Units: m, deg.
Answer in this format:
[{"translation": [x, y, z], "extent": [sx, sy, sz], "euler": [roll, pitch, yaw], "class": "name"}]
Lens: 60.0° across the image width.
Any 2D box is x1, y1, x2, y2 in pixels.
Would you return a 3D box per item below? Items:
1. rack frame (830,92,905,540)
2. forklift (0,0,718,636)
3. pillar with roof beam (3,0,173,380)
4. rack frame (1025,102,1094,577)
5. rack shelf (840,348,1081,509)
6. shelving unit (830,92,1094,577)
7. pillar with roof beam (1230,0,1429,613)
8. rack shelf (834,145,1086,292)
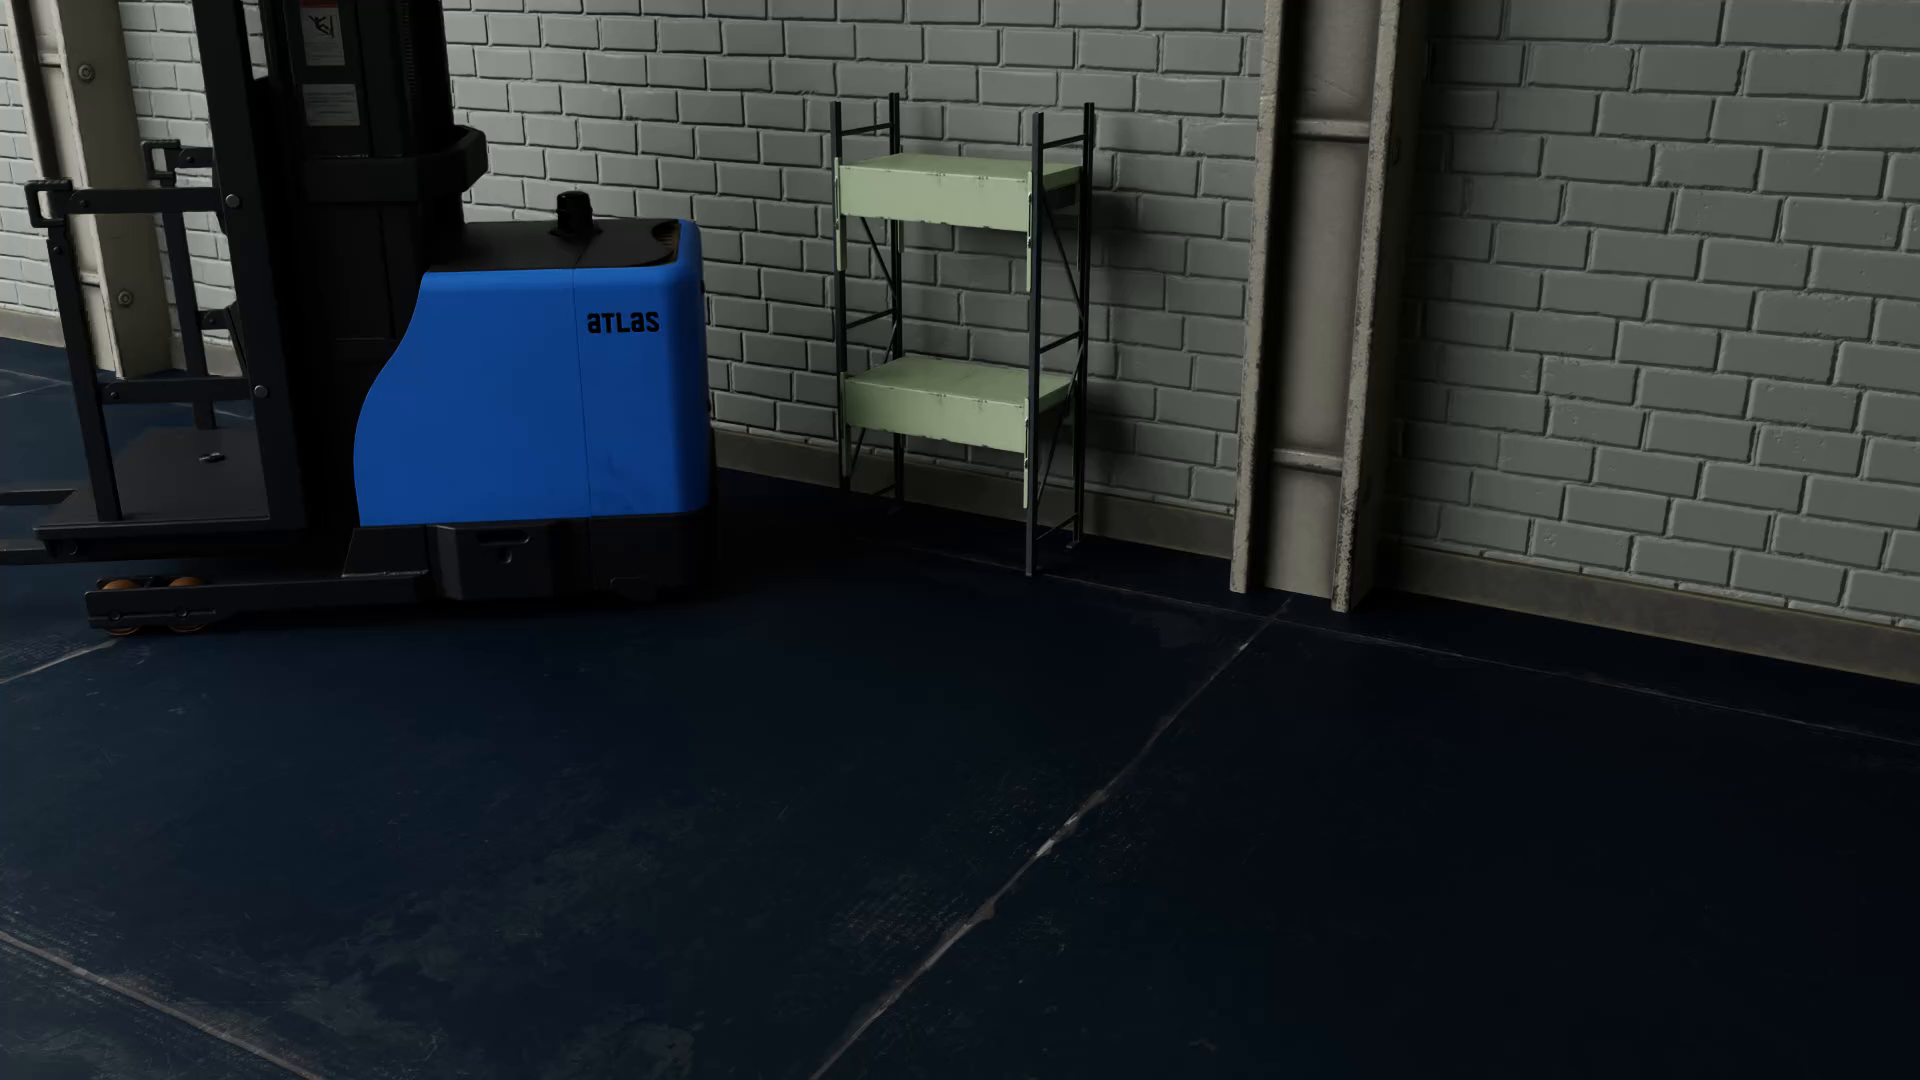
[{"translation": [-0.314, -0.765, 5.774], "extent": [0.023, 1.500, 0.400], "euler": [11, 23, 27], "class": "rack frame"}, {"translation": [-2.342, -1.278, 5.090], "extent": [3.031, 2.935, 1.130], "euler": [-3, 20, -7], "class": "forklift"}, {"translation": [-6.213, -3.795, 3.131], "extent": [0.400, 9.000, 9.100], "euler": [11, 23, 27], "class": "pillar with roof beam"}, {"translation": [0.325, -0.643, 5.439], "extent": [0.023, 1.500, 0.400], "euler": [11, 23, 27], "class": "rack frame"}, {"translation": [0.006, -0.397, 5.717], "extent": [0.720, 0.370, 0.431], "euler": [11, 23, 27], "class": "rack shelf"}, {"translation": [0.006, -0.704, 5.606], "extent": [0.755, 1.500, 0.431], "euler": [11, 23, 27], "class": "shelving unit"}, {"translation": [-0.975, -2.797, 0.380], "extent": [0.400, 9.000, 9.100], "euler": [11, 23, 27], "class": "pillar with roof beam"}, {"translation": [0.006, -1.071, 5.473], "extent": [0.720, 0.370, 0.431], "euler": [11, 23, 27], "class": "rack shelf"}]
